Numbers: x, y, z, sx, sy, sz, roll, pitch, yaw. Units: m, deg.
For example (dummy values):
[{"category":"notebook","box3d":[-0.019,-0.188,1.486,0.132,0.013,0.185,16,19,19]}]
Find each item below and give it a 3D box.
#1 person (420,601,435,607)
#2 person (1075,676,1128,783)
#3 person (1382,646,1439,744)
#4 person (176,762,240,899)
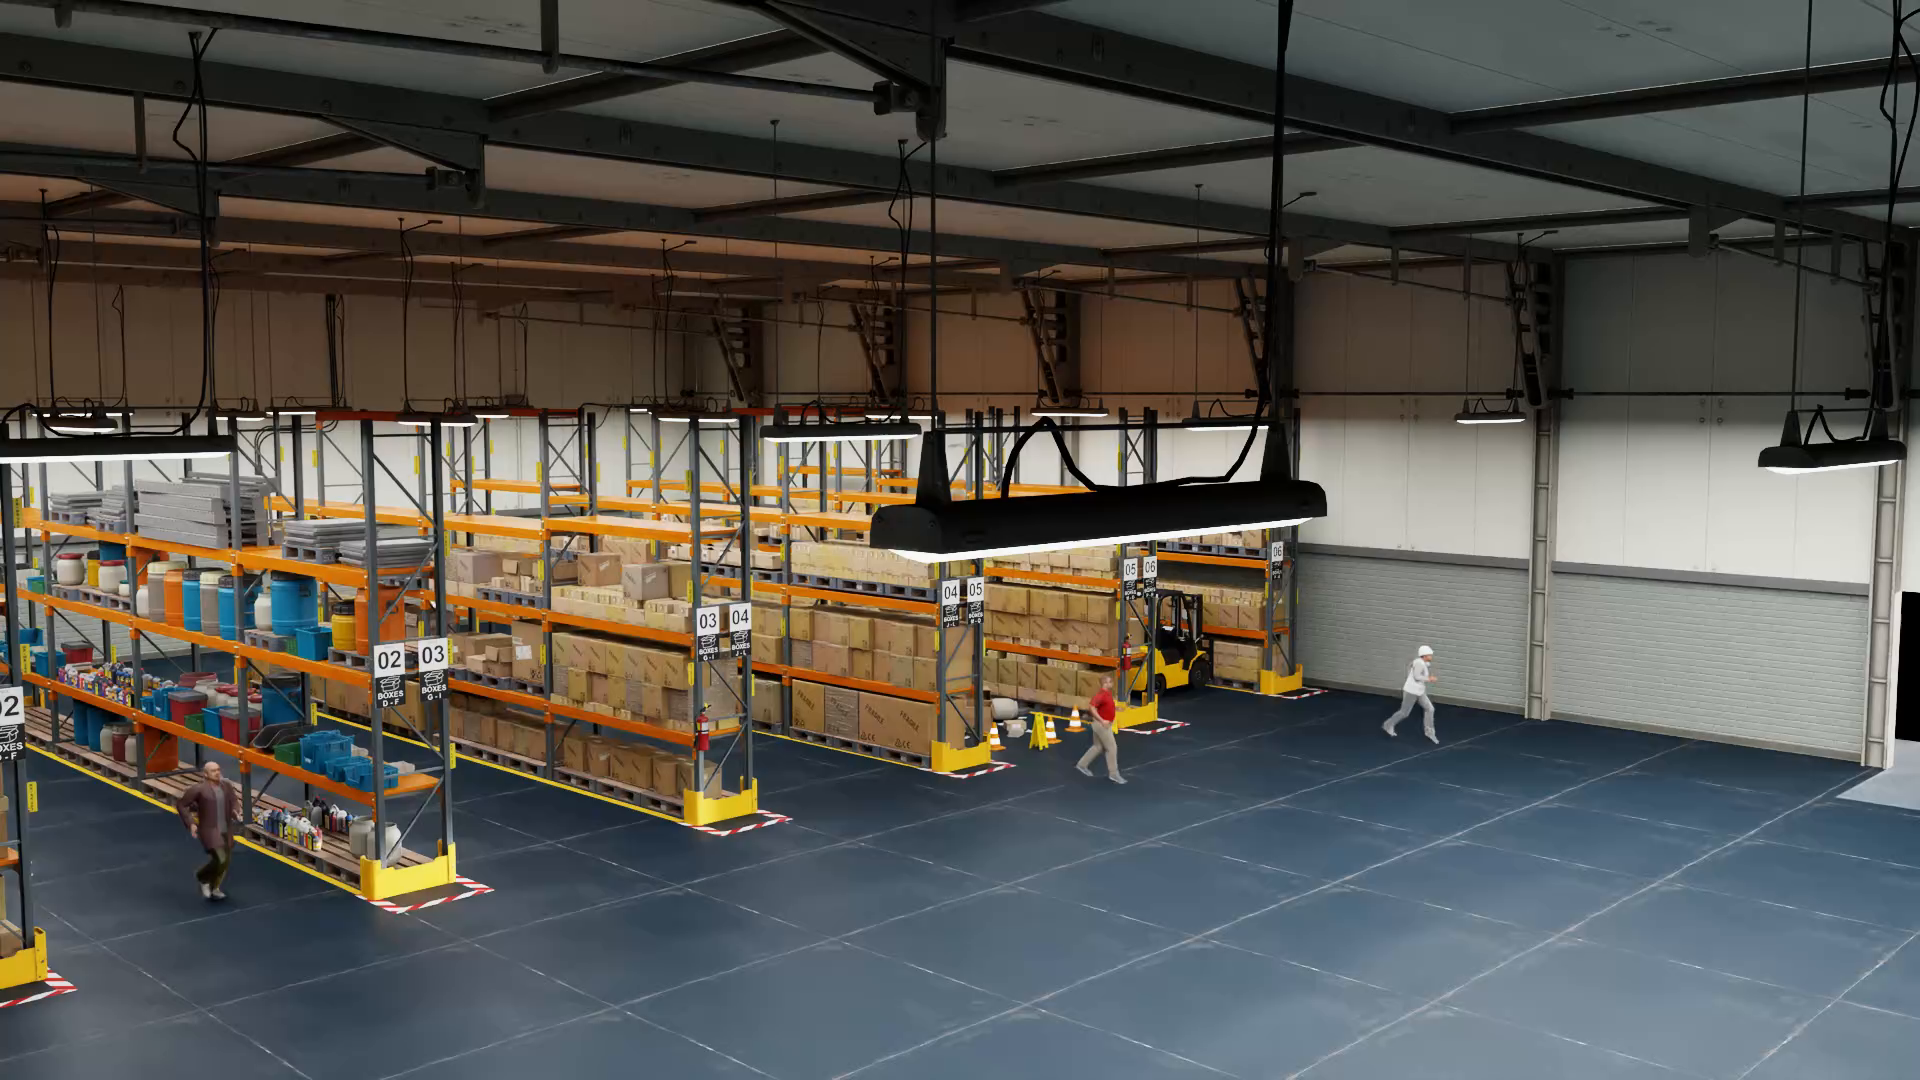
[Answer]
[{"category":"person","box3d":[-12.673,2.016,39.535,0.659,1.695,0.663,4,7,41]},{"category":"person","box3d":[2.307,3.080,27.065,0.859,1.769,0.670,0,5,5]},{"category":"person","box3d":[8.197,2.794,30.201,1.013,1.787,0.657,3,6,28]},{"category":"person","box3d":[-9.230,3.623,20.663,0.653,1.734,0.704,3,6,28]}]
